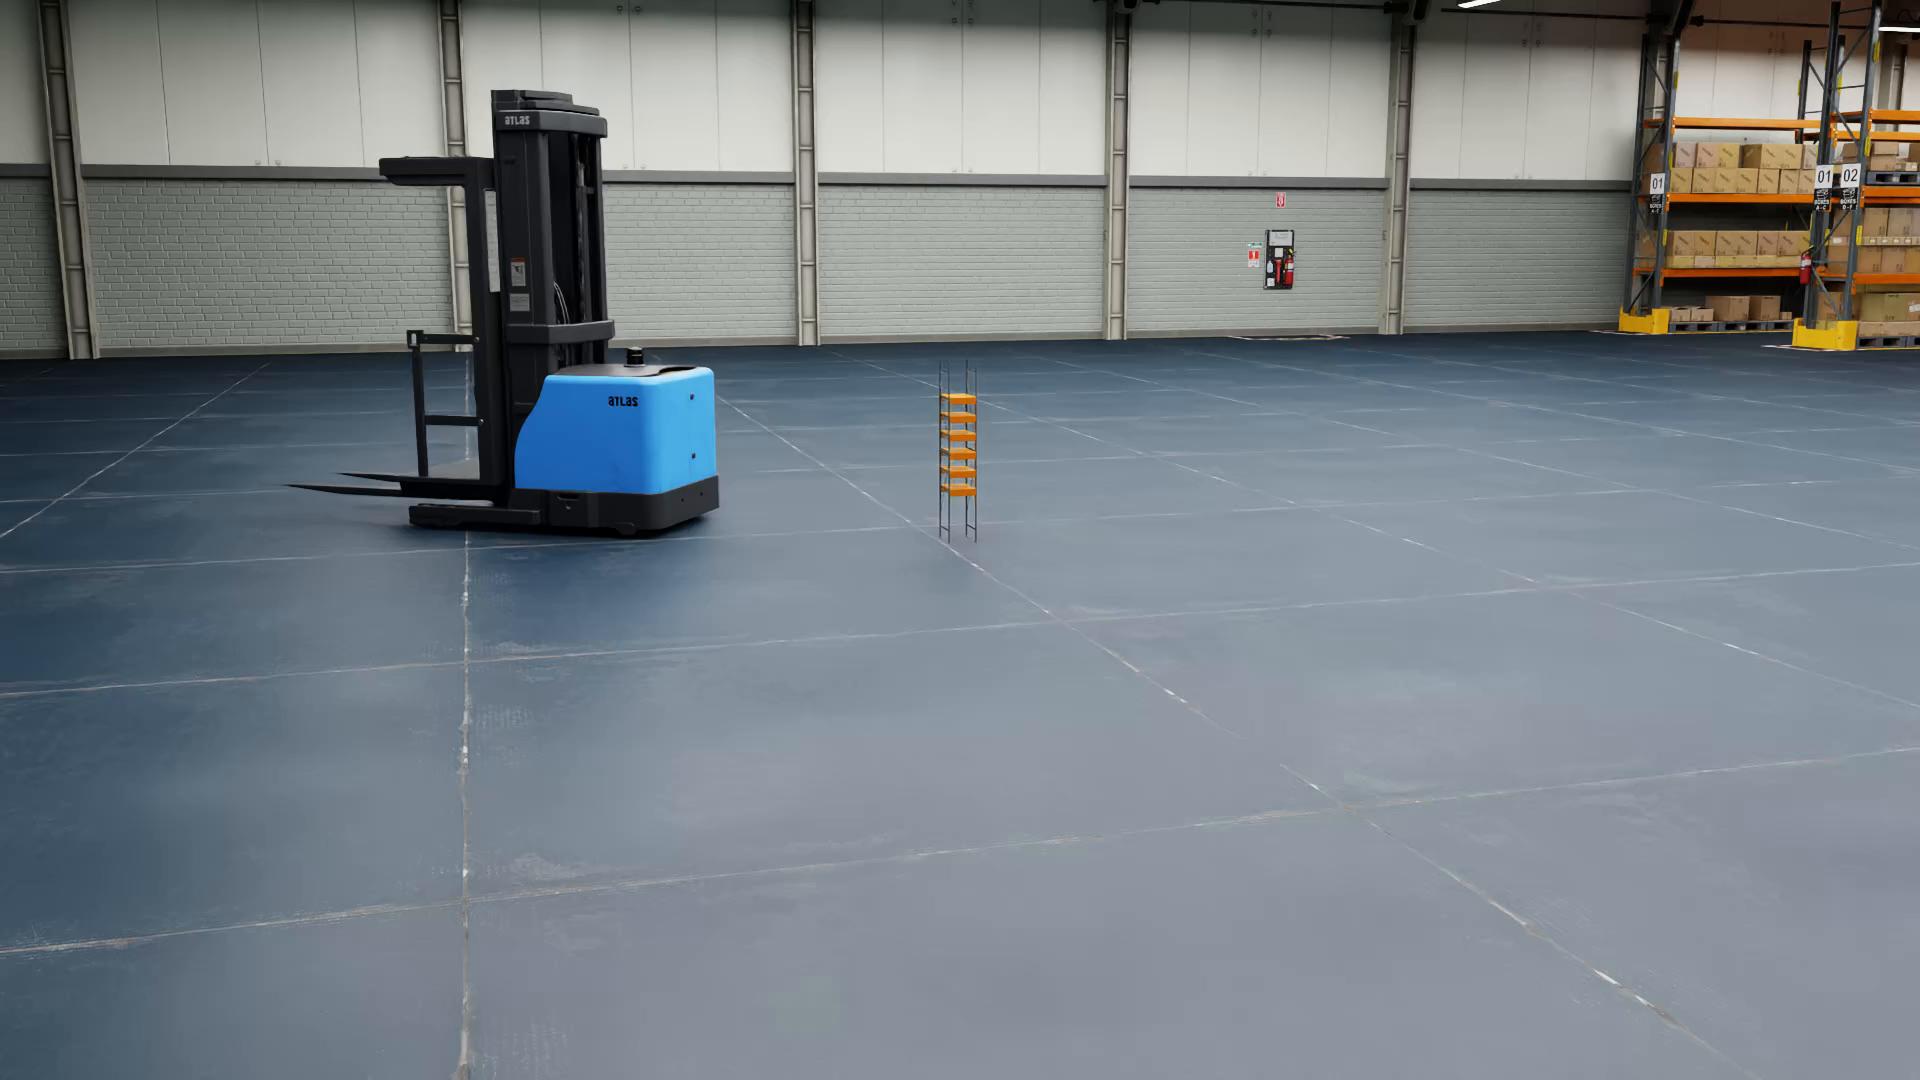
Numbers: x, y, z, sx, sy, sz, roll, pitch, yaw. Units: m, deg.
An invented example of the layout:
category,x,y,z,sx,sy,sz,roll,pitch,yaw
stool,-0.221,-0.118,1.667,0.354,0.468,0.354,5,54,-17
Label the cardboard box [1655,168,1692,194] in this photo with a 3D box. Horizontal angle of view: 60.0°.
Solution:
category,x,y,z,sx,sy,sz,roll,pitch,yaw
cardboard box,14.460,-7.287,33.727,0.500,0.500,0.500,-3,11,-14

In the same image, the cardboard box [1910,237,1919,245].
category,x,y,z,sx,sy,sz,roll,pitch,yaw
cardboard box,16.885,-5.321,29.599,0.250,0.149,0.380,-3,11,-18

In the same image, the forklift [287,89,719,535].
category,x,y,z,sx,sy,sz,roll,pitch,yaw
forklift,-3.299,-1.600,11.642,3.031,2.935,1.130,3,11,16

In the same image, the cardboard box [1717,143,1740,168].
category,x,y,z,sx,sy,sz,roll,pitch,yaw
cardboard box,15.492,-7.827,33.899,0.500,0.500,0.500,-3,11,-14

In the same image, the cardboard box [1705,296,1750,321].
category,x,y,z,sx,sy,sz,roll,pitch,yaw
cardboard box,16.024,-4.843,34.757,0.500,0.500,0.700,-4,11,-20

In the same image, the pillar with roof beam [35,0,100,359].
category,x,y,z,sx,sy,sz,roll,pitch,yaw
pillar with roof beam,-13.102,-6.649,22.308,0.400,9.000,9.100,-3,11,-16

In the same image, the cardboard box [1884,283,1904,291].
category,x,y,z,sx,sy,sz,roll,pitch,yaw
cardboard box,20.016,-5.450,35.981,0.500,0.250,0.500,-3,11,-16

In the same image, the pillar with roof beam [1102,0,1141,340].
category,x,y,z,sx,sy,sz,roll,pitch,yaw
pillar with roof beam,4.181,-7.560,27.256,0.548,9.000,9.100,-3,11,-16

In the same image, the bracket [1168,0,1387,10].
category,x,y,z,sx,sy,sz,roll,pitch,yaw
bracket,5.949,-10.168,31.483,4.783,0.066,0.076,-3,11,-16

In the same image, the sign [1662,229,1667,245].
category,x,y,z,sx,sy,sz,roll,pitch,yaw
sign,14.221,-6.111,33.563,0.005,0.325,0.100,-3,11,-16

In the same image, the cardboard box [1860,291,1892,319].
category,x,y,z,sx,sy,sz,roll,pitch,yaw
cardboard box,16.845,-4.273,30.338,0.500,0.500,0.500,-3,11,-16

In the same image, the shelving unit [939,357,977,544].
category,x,y,z,sx,sy,sz,roll,pitch,yaw
shelving unit,-0.014,-0.589,10.934,0.189,1.200,0.258,-3,11,-16

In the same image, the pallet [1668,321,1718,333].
category,x,y,z,sx,sy,sz,roll,pitch,yaw
pallet,14.932,-4.447,34.617,1.213,0.211,1.003,-3,11,-16

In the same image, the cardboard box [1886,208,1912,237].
category,x,y,z,sx,sy,sz,roll,pitch,yaw
cardboard box,16.463,-5.657,29.631,0.500,0.500,0.700,-3,11,-17

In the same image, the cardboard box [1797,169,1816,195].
category,x,y,z,sx,sy,sz,roll,pitch,yaw
cardboard box,17.492,-7.447,34.598,0.500,0.500,0.500,-3,11,-14

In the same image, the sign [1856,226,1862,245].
category,x,y,z,sx,sy,sz,roll,pitch,yaw
sign,15.607,-5.286,28.866,0.005,0.325,0.100,-3,11,-16

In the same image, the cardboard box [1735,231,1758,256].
category,x,y,z,sx,sy,sz,roll,pitch,yaw
cardboard box,16.079,-6.133,34.361,0.500,0.500,0.500,-3,11,-14

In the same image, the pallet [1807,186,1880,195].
category,x,y,z,sx,sy,sz,roll,pitch,yaw
pallet,18.532,-7.377,35.068,1.003,0.211,1.213,-3,11,-16

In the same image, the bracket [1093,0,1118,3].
category,x,y,z,sx,sy,sz,roll,pitch,yaw
bracket,2.678,-9.996,30.546,0.430,0.232,0.235,-3,11,-16

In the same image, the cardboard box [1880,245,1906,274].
category,x,y,z,sx,sy,sz,roll,pitch,yaw
cardboard box,16.412,-5.016,29.733,0.500,0.500,0.700,-3,11,-14

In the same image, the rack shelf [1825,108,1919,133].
category,x,y,z,sx,sy,sz,roll,pitch,yaw
rack shelf,17.378,-7.419,29.585,4.000,0.370,1.077,-3,11,-16

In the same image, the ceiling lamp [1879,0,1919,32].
category,x,y,z,sx,sy,sz,roll,pitch,yaw
ceiling lamp,18.565,-11.308,31.495,2.000,3.185,0.800,-3,11,-16

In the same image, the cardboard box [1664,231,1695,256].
category,x,y,z,sx,sy,sz,roll,pitch,yaw
cardboard box,14.612,-6.056,33.945,0.500,0.500,0.500,-3,11,-16

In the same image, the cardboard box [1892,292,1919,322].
category,x,y,z,sx,sy,sz,roll,pitch,yaw
cardboard box,16.990,-4.183,29.847,0.500,0.500,0.500,-3,11,-16

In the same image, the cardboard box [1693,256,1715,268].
category,x,y,z,sx,sy,sz,roll,pitch,yaw
cardboard box,15.121,-5.714,34.156,0.500,0.250,0.500,-3,11,-18

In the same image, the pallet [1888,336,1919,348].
category,x,y,z,sx,sy,sz,roll,pitch,yaw
pallet,17.349,-3.654,30.311,1.213,0.211,1.003,-3,11,-16

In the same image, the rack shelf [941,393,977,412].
category,x,y,z,sx,sy,sz,roll,pitch,yaw
rack shelf,-0.014,-0.900,10.877,0.180,0.103,0.258,-3,11,-16

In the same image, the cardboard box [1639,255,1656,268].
category,x,y,z,sx,sy,sz,roll,pitch,yaw
cardboard box,14.464,-5.773,34.477,0.500,0.250,0.500,-3,11,-15

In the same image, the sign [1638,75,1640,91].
category,x,y,z,sx,sy,sz,roll,pitch,yaw
sign,13.934,-9.364,34.042,0.005,0.325,0.100,-3,11,-16

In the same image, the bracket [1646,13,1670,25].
category,x,y,z,sx,sy,sz,roll,pitch,yaw
bracket,14.200,-10.603,33.845,0.430,0.232,0.235,-3,11,-16

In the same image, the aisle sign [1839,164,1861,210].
category,x,y,z,sx,sy,sz,roll,pitch,yaw
aisle sign,15.480,-6.140,28.935,0.004,0.787,0.394,-3,11,-16

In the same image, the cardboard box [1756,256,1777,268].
category,x,y,z,sx,sy,sz,roll,pitch,yaw
cardboard box,16.580,-5.789,34.567,0.500,0.250,0.500,-3,11,-16

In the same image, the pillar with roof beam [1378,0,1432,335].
category,x,y,z,sx,sy,sz,roll,pitch,yaw
pillar with roof beam,9.942,-7.863,28.906,0.548,9.000,9.100,-3,11,-16

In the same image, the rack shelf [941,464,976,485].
category,x,y,z,sx,sy,sz,roll,pitch,yaw
rack shelf,-0.014,-0.428,10.964,0.180,0.103,0.258,-3,11,-16

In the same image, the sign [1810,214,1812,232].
category,x,y,z,sx,sy,sz,roll,pitch,yaw
sign,15.319,-5.699,29.867,0.005,0.325,0.100,-3,11,-16

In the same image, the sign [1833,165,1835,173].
category,x,y,z,sx,sy,sz,roll,pitch,yaw
sign,18.069,-7.617,34.425,0.005,0.325,0.100,-3,11,-16

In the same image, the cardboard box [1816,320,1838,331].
category,x,y,z,sx,sy,sz,roll,pitch,yaw
cardboard box,15.890,-3.851,30.115,0.500,0.250,0.500,-3,11,-16

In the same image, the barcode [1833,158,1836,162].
category,x,y,z,sx,sy,sz,roll,pitch,yaw
barcode,15.612,-6.778,29.692,0.075,0.075,0.001,-3,11,-16

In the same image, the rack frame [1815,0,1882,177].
category,x,y,z,sx,sy,sz,roll,pitch,yaw
rack frame,15.457,-7.869,28.934,0.127,3.000,1.000,-3,11,-16

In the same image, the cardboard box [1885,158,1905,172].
category,x,y,z,sx,sy,sz,roll,pitch,yaw
cardboard box,16.489,-6.699,29.734,0.500,0.250,0.500,-3,11,-16

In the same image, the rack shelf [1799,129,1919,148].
category,x,y,z,sx,sy,sz,roll,pitch,yaw
rack shelf,19.830,-8.483,35.361,4.000,0.370,1.077,-3,11,-16

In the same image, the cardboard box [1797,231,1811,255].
category,x,y,z,sx,sy,sz,roll,pitch,yaw
cardboard box,17.542,-6.209,34.775,0.500,0.500,0.500,-3,11,-16

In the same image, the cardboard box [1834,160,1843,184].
category,x,y,z,sx,sy,sz,roll,pitch,yaw
cardboard box,18.457,-7.726,35.010,0.500,0.500,0.500,-1,11,-8

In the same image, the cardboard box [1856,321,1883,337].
category,x,y,z,sx,sy,sz,roll,pitch,yaw
cardboard box,16.034,-3.761,29.626,0.500,0.250,0.500,-3,11,-16

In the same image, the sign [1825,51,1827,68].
category,x,y,z,sx,sy,sz,roll,pitch,yaw
sign,15.319,-8.462,29.359,0.005,0.325,0.100,-3,11,-16

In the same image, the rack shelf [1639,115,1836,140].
category,x,y,z,sx,sy,sz,roll,pitch,yaw
rack shelf,15.989,-8.475,34.226,4.000,0.370,1.077,-3,11,-16

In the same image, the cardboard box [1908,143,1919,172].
category,x,y,z,sx,sy,sz,roll,pitch,yaw
cardboard box,17.128,-6.755,29.344,0.500,0.500,0.500,-3,11,-16

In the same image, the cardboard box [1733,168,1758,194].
category,x,y,z,sx,sy,sz,roll,pitch,yaw
cardboard box,15.992,-7.366,34.155,0.500,0.500,0.500,-2,11,-12

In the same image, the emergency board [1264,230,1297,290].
category,x,y,z,sx,sy,sz,roll,pitch,yaw
emergency board,6.355,-5.543,32.871,0.643,1.169,0.194,-3,11,-16

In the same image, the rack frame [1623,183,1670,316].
category,x,y,z,sx,sy,sz,roll,pitch,yaw
rack frame,14.069,-5.779,34.154,0.127,3.000,1.000,-3,11,-16

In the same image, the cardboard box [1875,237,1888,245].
category,x,y,z,sx,sy,sz,roll,pitch,yaw
cardboard box,16.147,-5.283,29.389,0.250,0.149,0.380,-3,11,-17

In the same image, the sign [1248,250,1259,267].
category,x,y,z,sx,sy,sz,roll,pitch,yaw
sign,5.795,-5.550,32.813,0.234,0.329,0.001,-3,11,-16

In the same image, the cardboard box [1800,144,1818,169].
category,x,y,z,sx,sy,sz,roll,pitch,yaw
cardboard box,17.504,-7.935,34.487,0.500,0.500,0.500,-4,11,-21
